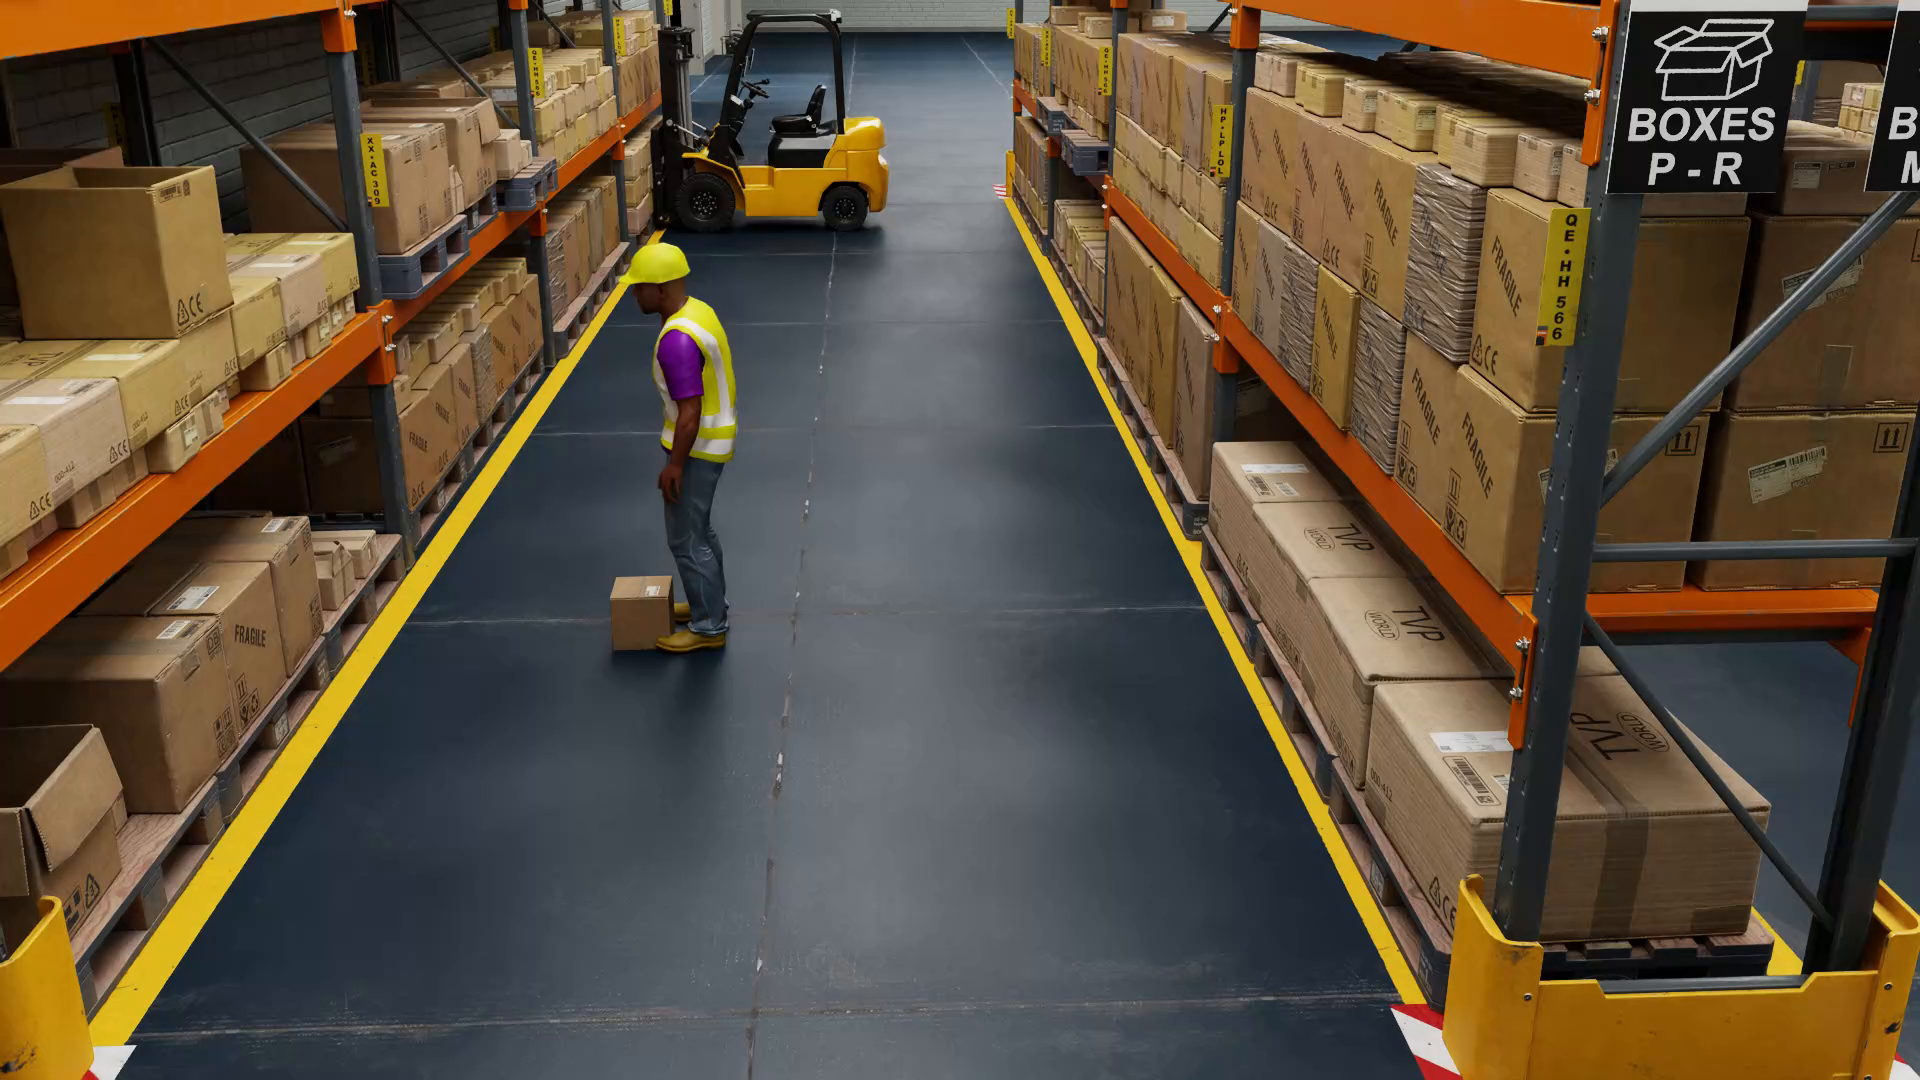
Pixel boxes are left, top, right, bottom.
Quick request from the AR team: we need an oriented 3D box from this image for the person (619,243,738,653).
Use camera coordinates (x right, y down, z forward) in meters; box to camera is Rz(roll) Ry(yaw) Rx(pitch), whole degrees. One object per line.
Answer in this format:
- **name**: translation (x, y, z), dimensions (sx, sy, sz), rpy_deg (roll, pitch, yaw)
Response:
- **person**: translation (-1.174, -0.395, 7.119), dimensions (0.457, 1.761, 0.627), rpy_deg (-1, 20, -3)
